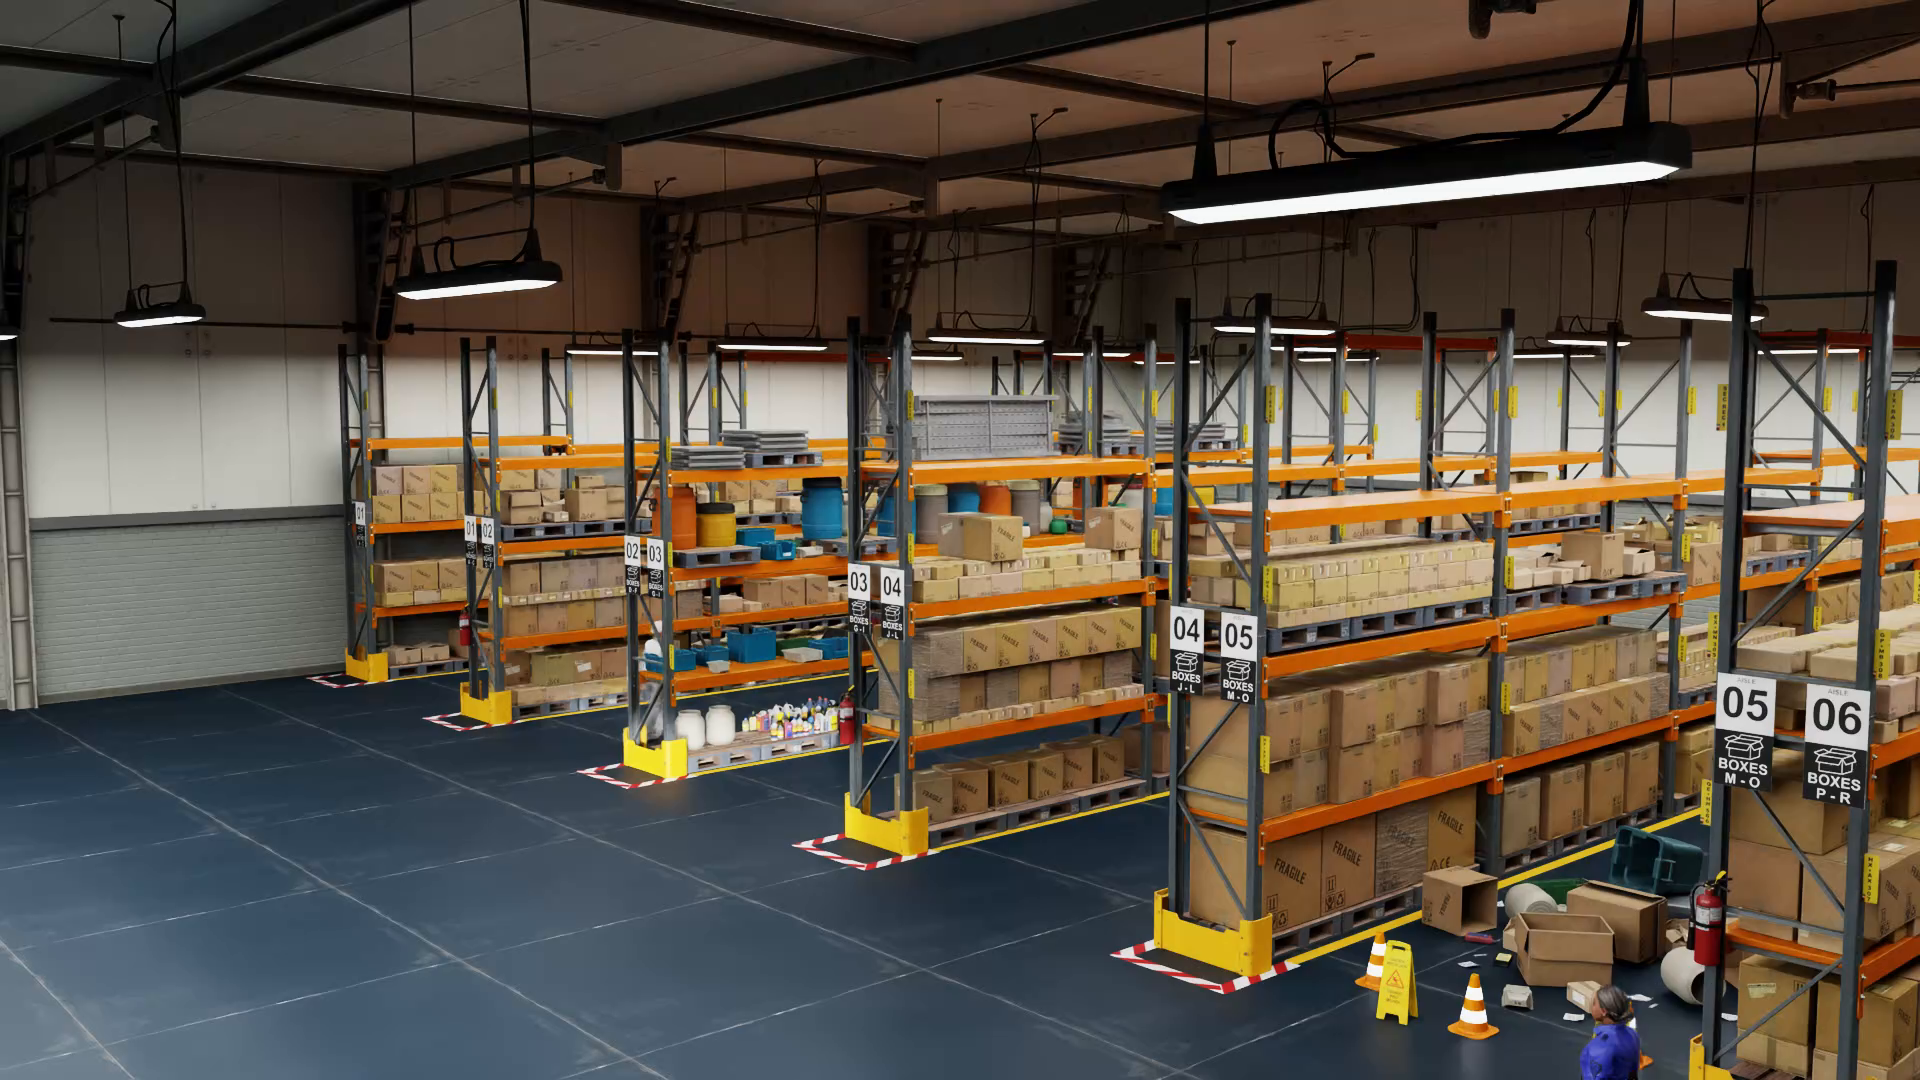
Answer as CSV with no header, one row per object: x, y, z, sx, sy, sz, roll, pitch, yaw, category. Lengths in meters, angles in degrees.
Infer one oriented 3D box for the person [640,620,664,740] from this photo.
-4.484,2.100,24.645,0.570,1.814,0.624,4,7,38,person

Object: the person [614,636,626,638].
-6.365,1.515,30.905,0.591,1.703,1.066,2,5,21,person

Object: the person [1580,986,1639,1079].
3.827,3.442,9.840,0.453,1.651,0.452,3,6,32,person
